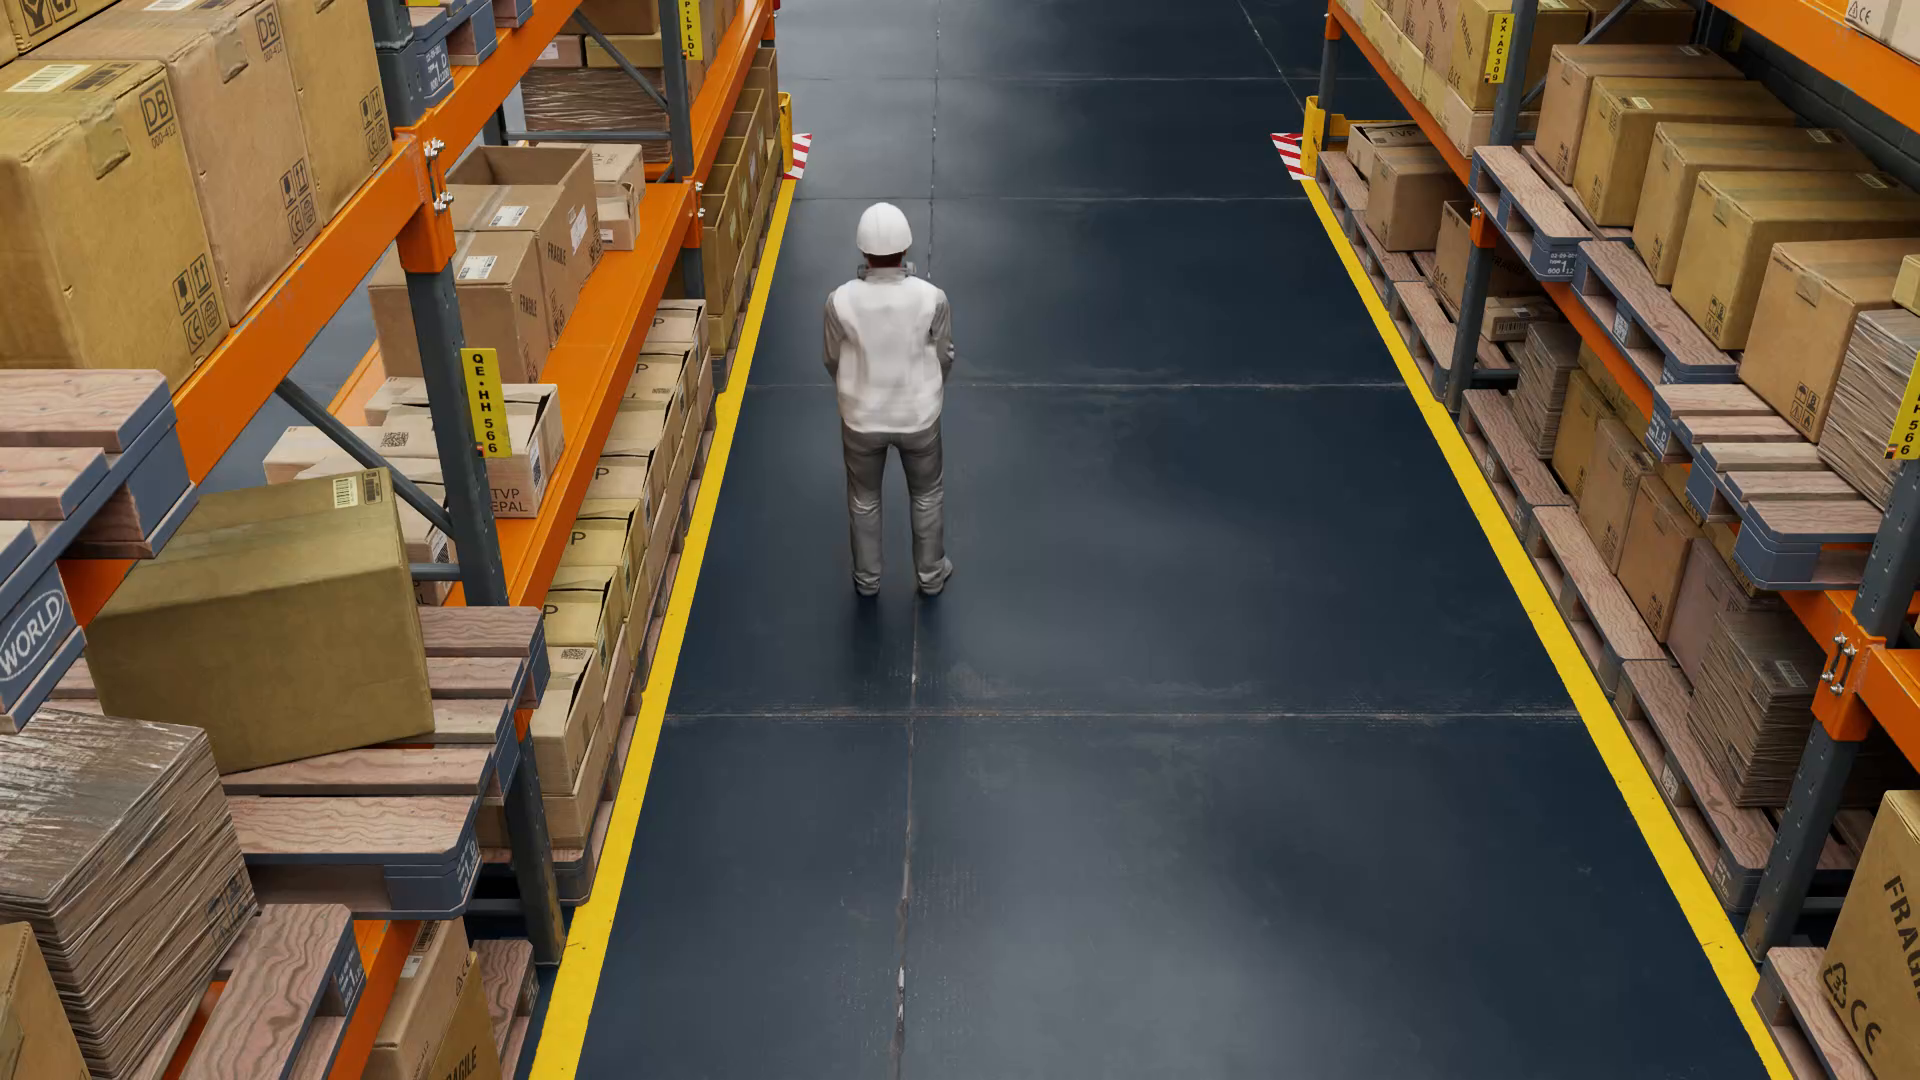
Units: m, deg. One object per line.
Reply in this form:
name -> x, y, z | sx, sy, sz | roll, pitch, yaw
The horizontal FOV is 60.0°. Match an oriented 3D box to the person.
person -> -0.297, -0.564, 7.028 | 0.548, 1.779, 0.456 | -1, 31, -1
